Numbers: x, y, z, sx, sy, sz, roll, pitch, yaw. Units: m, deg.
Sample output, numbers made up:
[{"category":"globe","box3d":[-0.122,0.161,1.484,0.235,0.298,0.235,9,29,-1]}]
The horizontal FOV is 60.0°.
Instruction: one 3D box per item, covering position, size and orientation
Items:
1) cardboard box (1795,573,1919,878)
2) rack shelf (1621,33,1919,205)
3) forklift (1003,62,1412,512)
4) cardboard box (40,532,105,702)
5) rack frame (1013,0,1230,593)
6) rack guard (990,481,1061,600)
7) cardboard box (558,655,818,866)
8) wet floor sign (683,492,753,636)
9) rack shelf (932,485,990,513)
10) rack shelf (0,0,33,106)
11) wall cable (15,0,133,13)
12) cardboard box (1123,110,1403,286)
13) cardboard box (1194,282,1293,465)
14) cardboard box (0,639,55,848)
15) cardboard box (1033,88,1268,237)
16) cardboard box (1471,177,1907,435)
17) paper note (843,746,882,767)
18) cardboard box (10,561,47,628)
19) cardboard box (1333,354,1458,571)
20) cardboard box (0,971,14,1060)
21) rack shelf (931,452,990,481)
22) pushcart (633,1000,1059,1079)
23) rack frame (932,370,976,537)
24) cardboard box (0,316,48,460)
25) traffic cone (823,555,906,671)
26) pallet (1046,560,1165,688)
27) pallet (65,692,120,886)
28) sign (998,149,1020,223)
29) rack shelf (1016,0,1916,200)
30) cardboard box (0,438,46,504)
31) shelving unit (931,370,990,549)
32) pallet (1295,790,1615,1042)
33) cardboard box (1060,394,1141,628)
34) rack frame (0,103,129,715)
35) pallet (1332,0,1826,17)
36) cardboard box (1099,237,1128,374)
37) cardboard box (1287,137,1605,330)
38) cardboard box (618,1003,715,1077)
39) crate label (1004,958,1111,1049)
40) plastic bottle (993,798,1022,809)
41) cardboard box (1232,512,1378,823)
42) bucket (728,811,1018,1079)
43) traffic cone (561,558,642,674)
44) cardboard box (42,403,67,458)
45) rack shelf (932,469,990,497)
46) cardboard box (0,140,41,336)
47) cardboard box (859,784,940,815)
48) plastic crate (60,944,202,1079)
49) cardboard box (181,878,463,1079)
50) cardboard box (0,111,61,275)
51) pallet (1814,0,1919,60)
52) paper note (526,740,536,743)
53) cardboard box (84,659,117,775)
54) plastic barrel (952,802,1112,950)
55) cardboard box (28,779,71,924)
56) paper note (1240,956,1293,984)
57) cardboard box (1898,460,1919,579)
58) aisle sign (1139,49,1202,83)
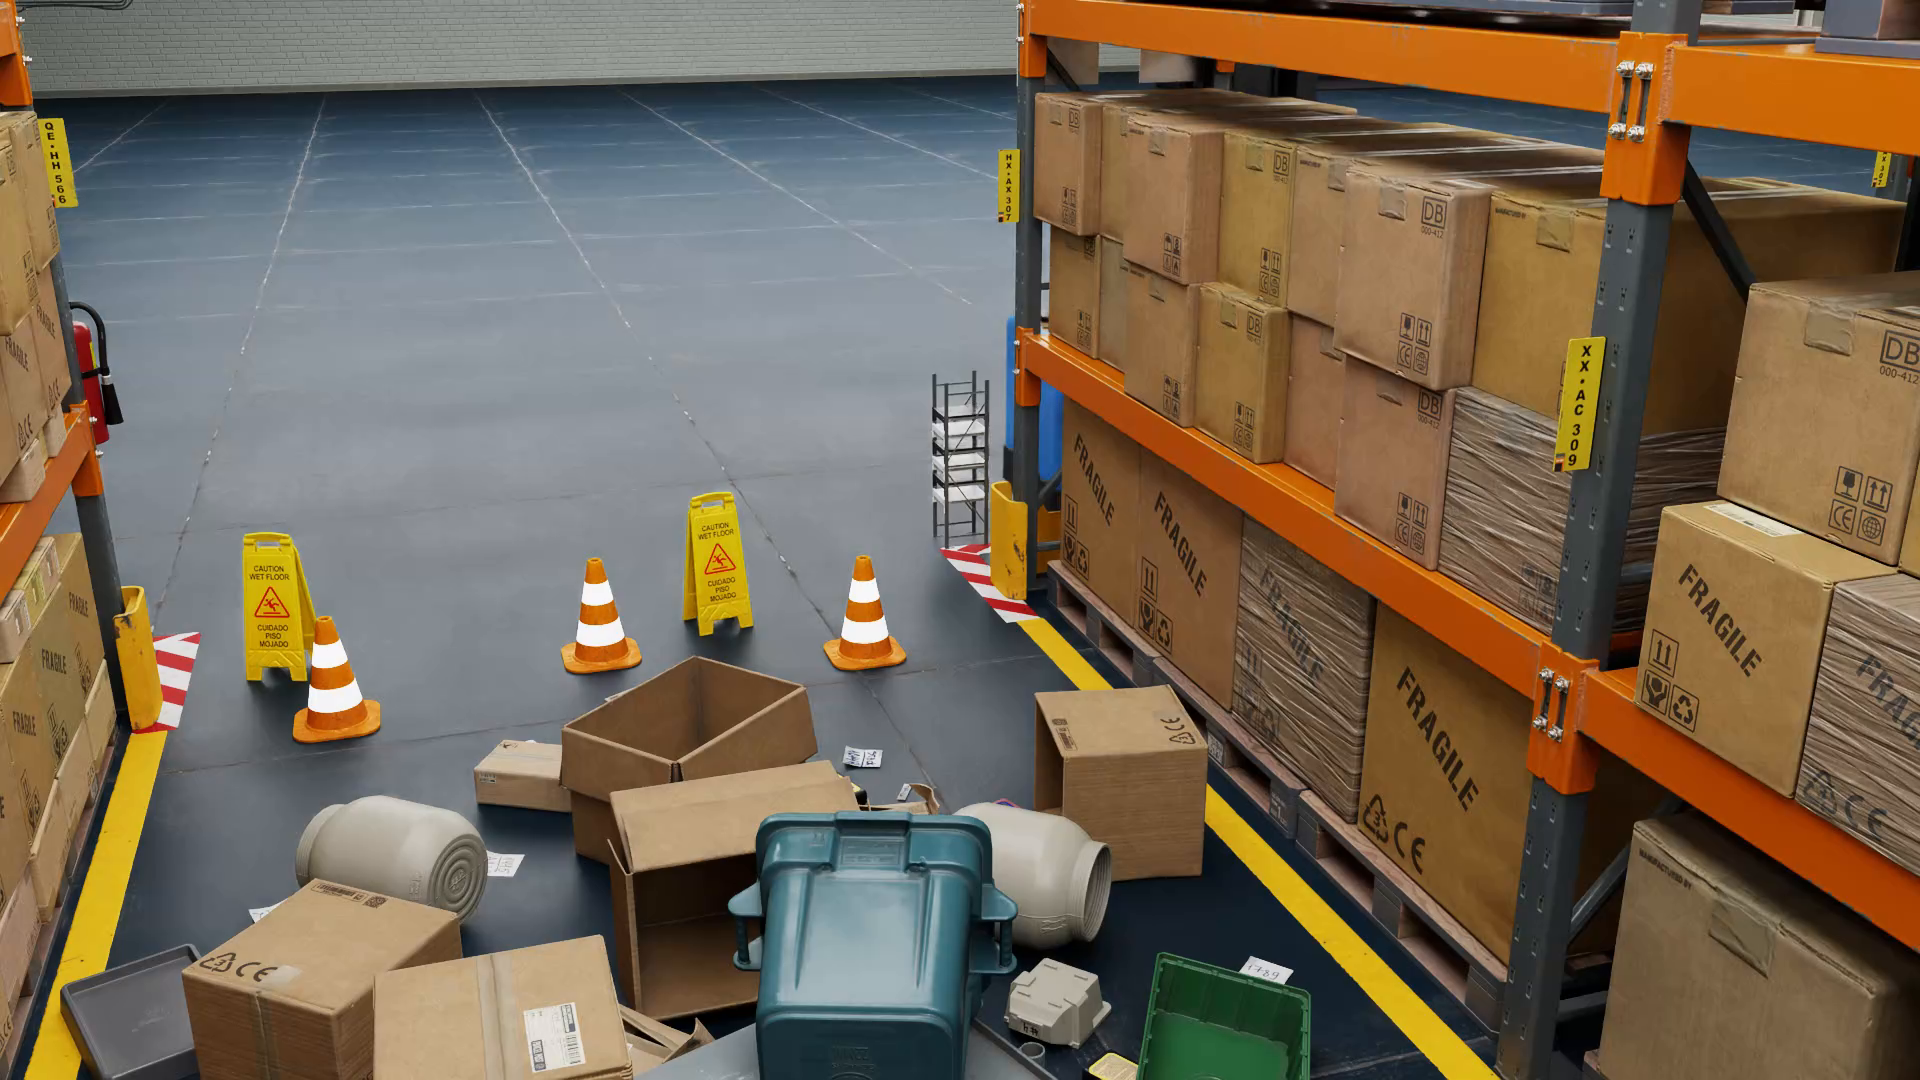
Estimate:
[{"category":"cardboard box","box3d":[2.078,0.374,3.289,0.500,0.500,0.500,-6,21,-17]},{"category":"rack shelf","box3d":[2.637,-0.369,2.134,1.077,0.370,4.000,-6,21,-17]},{"category":"forklift","box3d":[1.823,-1.626,9.107,3.031,2.935,1.130,-5,20,-15]},{"category":"cardboard box","box3d":[-3.417,0.310,5.954,0.500,0.500,0.500,-6,21,-17]},{"category":"rack frame","box3d":[0.751,-1.222,7.880,1.000,3.000,0.127,-6,21,-17]},{"category":"rack guard","box3d":[0.744,-0.053,8.324,1.175,0.500,0.348,-6,21,-17]},{"category":"cardboard box","box3d":[-0.961,0.806,5.927,0.637,0.503,0.797,12,23,30]},{"category":"wet floor sign","box3d":[-1.138,0.088,7.718,0.267,0.644,0.232,-10,22,-27]},{"category":"rack shelf","box3d":[0.003,-0.220,8.829,0.258,0.077,0.200,-6,21,-17]},{"category":"rack shelf","box3d":[-3.288,-1.095,4.153,1.077,0.370,4.000,-6,21,-17]},{"category":"wall cable","box3d":[-18.364,-11.891,33.302,3.097,2.526,0.112,-6,21,-17]},{"category":"cardboard box","box3d":[1.138,-1.316,6.325,0.875,0.550,0.550,-6,21,-17]},{"category":"cardboard box","box3d":[1.367,-0.645,6.053,0.875,0.550,0.500,-6,21,-17]},{"category":"cardboard box","box3d":[-3.098,0.640,5.036,0.500,0.500,0.500,-7,21,-18]},{"category":"cardboard box","box3d":[0.831,-1.677,7.329,0.875,0.550,0.550,-6,21,-17]},{"category":"cardboard box","box3d":[1.925,-0.639,4.438,0.875,0.550,0.550,-6,21,-17]},{"category":"paper note","box3d":[-0.381,0.847,6.516,0.144,0.017,0.142,1,20,2]},{"category":"cardboard box","box3d":[-3.162,0.196,5.311,0.380,0.149,0.250,-6,21,-16]},{"category":"cardboard box","box3d":[1.687,-0.300,5.092,0.875,0.550,0.550,-6,21,-17]},{"category":"cardboard box","box3d":[-2.767,1.329,4.226,0.500,0.250,0.500,-5,20,-14]},{"category":"rack shelf","box3d":[0.002,-0.390,8.769,0.258,0.077,0.200,-6,21,-17]},{"category":"pushcart","box3d":[-0.510,1.596,3.914,1.648,0.377,0.936,-15,25,-36]},{"category":"rack frame","box3d":[-0.029,-0.454,8.848,0.240,0.900,0.006,-6,21,-17]},{"category":"cardboard box","box3d":[-3.331,-0.544,5.406,0.500,0.500,0.500,-6,21,-17]},{"category":"traffic cone","box3d":[-0.430,0.294,7.414,0.336,0.463,0.334,-6,21,-17]},{"category":"pallet","box3d":[1.077,0.339,7.660,1.003,0.211,1.213,-6,21,-17]},{"category":"pallet","box3d":[-3.671,0.938,5.993,1.003,0.211,1.213,-6,21,-17]},{"category":"sign","box3d":[0.222,-1.609,7.562,0.100,0.325,0.005,-6,21,-17]},{"category":"rack shelf","box3d":[1.380,-1.653,5.708,1.077,0.370,4.000,-6,21,-17]},{"category":"cardboard box","box3d":[-3.241,-0.214,5.447,0.380,0.149,0.250,-6,21,-16]},{"category":"shelving unit","box3d":[0.002,-0.421,8.757,0.258,0.900,0.210,-6,21,-17]},{"category":"pallet","box3d":[1.844,1.122,5.480,1.003,0.211,1.213,-6,21,-17]},{"category":"cardboard box","box3d":[1.027,-0.209,7.582,0.875,0.875,0.875,-6,21,-17]},{"category":"rack frame","box3d":[-3.916,-0.663,6.326,1.000,3.000,0.127,-6,21,-17]},{"category":"pallet","box3d":[1.761,-1.572,4.548,1.003,0.211,1.213,-6,21,-17]},{"category":"cardboard box","box3d":[1.104,-1.004,7.052,0.875,0.550,0.550,-6,21,-17]},{"category":"cardboard box","box3d":[1.603,-0.991,5.418,0.875,0.550,0.550,-6,21,-17]},{"category":"cardboard box","box3d":[-0.878,1.418,4.577,0.396,0.266,0.258,12,23,30]},{"category":"crate label","box3d":[0.277,1.365,4.914,0.250,0.136,0.298,12,23,30]},{"category":"plastic bottle","box3d":[0.091,1.018,5.991,0.283,0.061,0.133,-15,25,-36]},{"category":"cardboard box","box3d":[1.590,0.366,5.981,0.875,0.875,0.875,-6,21,-17]},{"category":"bucket","box3d":[-0.223,1.089,4.042,0.726,0.611,0.620,1,30,2]},{"category":"traffic cone","box3d":[-1.610,0.305,7.384,0.336,0.463,0.334,-6,21,-17]},{"category":"cardboard box","box3d":[-3.411,-0.378,5.904,0.380,0.149,0.250,-7,21,-18]},{"category":"rack shelf","box3d":[0.003,-0.305,8.799,0.258,0.077,0.200,-6,21,-17]},{"category":"cardboard box","box3d":[-3.138,-0.864,4.818,0.700,0.500,0.500,-7,21,-18]},{"category":"cardboard box","box3d":[-0.280,0.993,5.759,0.396,0.266,0.258,-3,20,-8]},{"category":"plastic crate","box3d":[-2.374,1.404,4.891,0.402,0.080,0.583,-15,25,-36]},{"category":"cardboard box","box3d":[-1.704,1.307,4.534,0.500,0.500,0.500,8,21,20]},{"category":"cardboard box","box3d":[-3.548,-1.180,5.698,0.700,0.500,0.500,-7,21,-19]},{"category":"pallet","box3d":[2.343,-0.971,3.027,0.805,0.209,1.217,-7,21,-19]},{"category":"paper note","box3d":[-1.729,0.826,6.572,0.148,0.019,0.142,-15,25,-36]},{"category":"cardboard box","box3d":[-3.399,0.672,6.055,0.500,0.250,0.500,-6,21,-17]},{"category":"plastic barrel","box3d":[0.196,1.073,5.302,0.512,0.421,0.421,8,21,20]},{"category":"cardboard box","box3d":[-3.082,0.998,5.146,0.500,0.250,0.500,-7,21,-19]},{"category":"paper note","box3d":[0.937,1.340,5.141,0.142,0.020,0.147,12,23,30]},{"category":"cardboard box","box3d":[2.334,-0.132,3.220,0.700,0.500,0.500,-7,21,-18]},{"category":"aisle sign","box3d":[1.014,-2.500,7.593,0.394,0.787,0.004,-6,21,-17]}]
